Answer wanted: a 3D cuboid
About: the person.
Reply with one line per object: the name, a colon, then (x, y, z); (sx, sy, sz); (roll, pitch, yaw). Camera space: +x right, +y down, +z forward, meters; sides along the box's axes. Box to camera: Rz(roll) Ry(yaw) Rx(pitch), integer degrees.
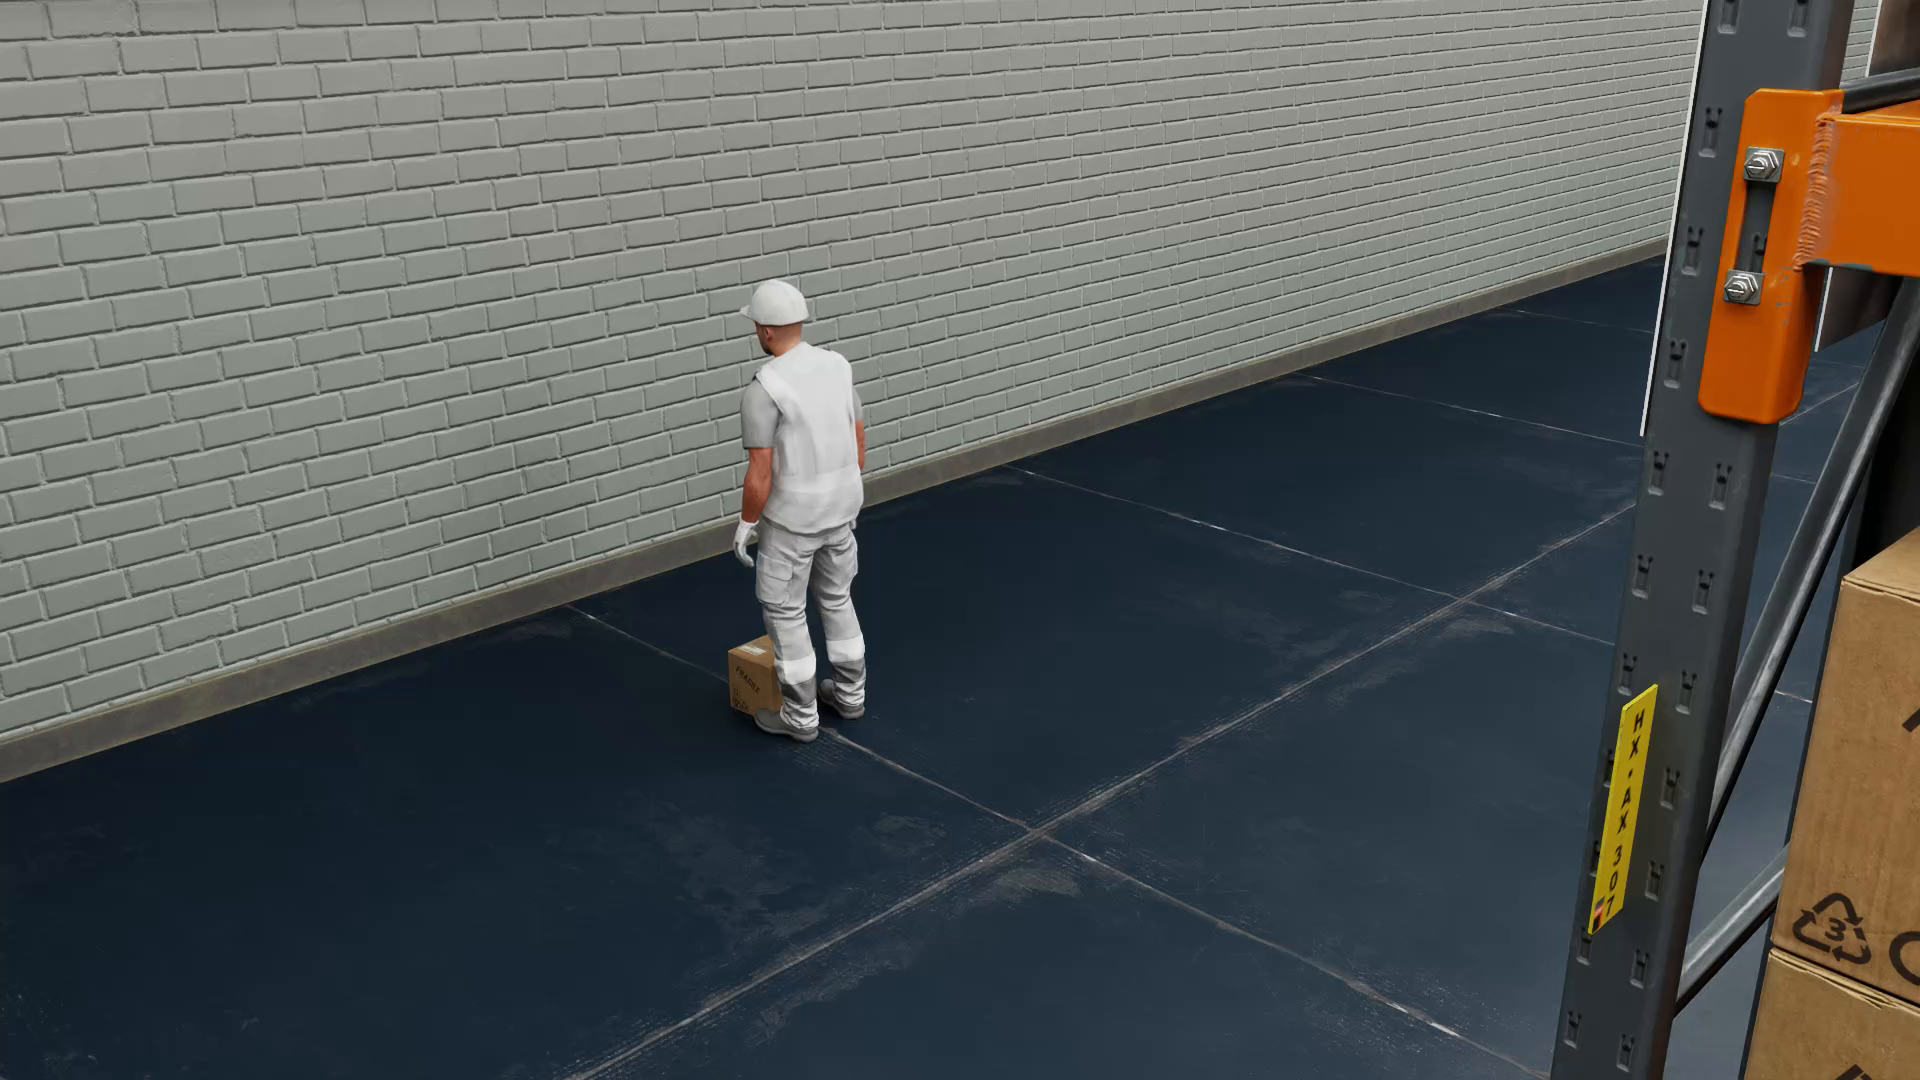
person: (-0.606, -0.101, 6.327); (0.453, 1.779, 0.621); (18, 27, 40)
